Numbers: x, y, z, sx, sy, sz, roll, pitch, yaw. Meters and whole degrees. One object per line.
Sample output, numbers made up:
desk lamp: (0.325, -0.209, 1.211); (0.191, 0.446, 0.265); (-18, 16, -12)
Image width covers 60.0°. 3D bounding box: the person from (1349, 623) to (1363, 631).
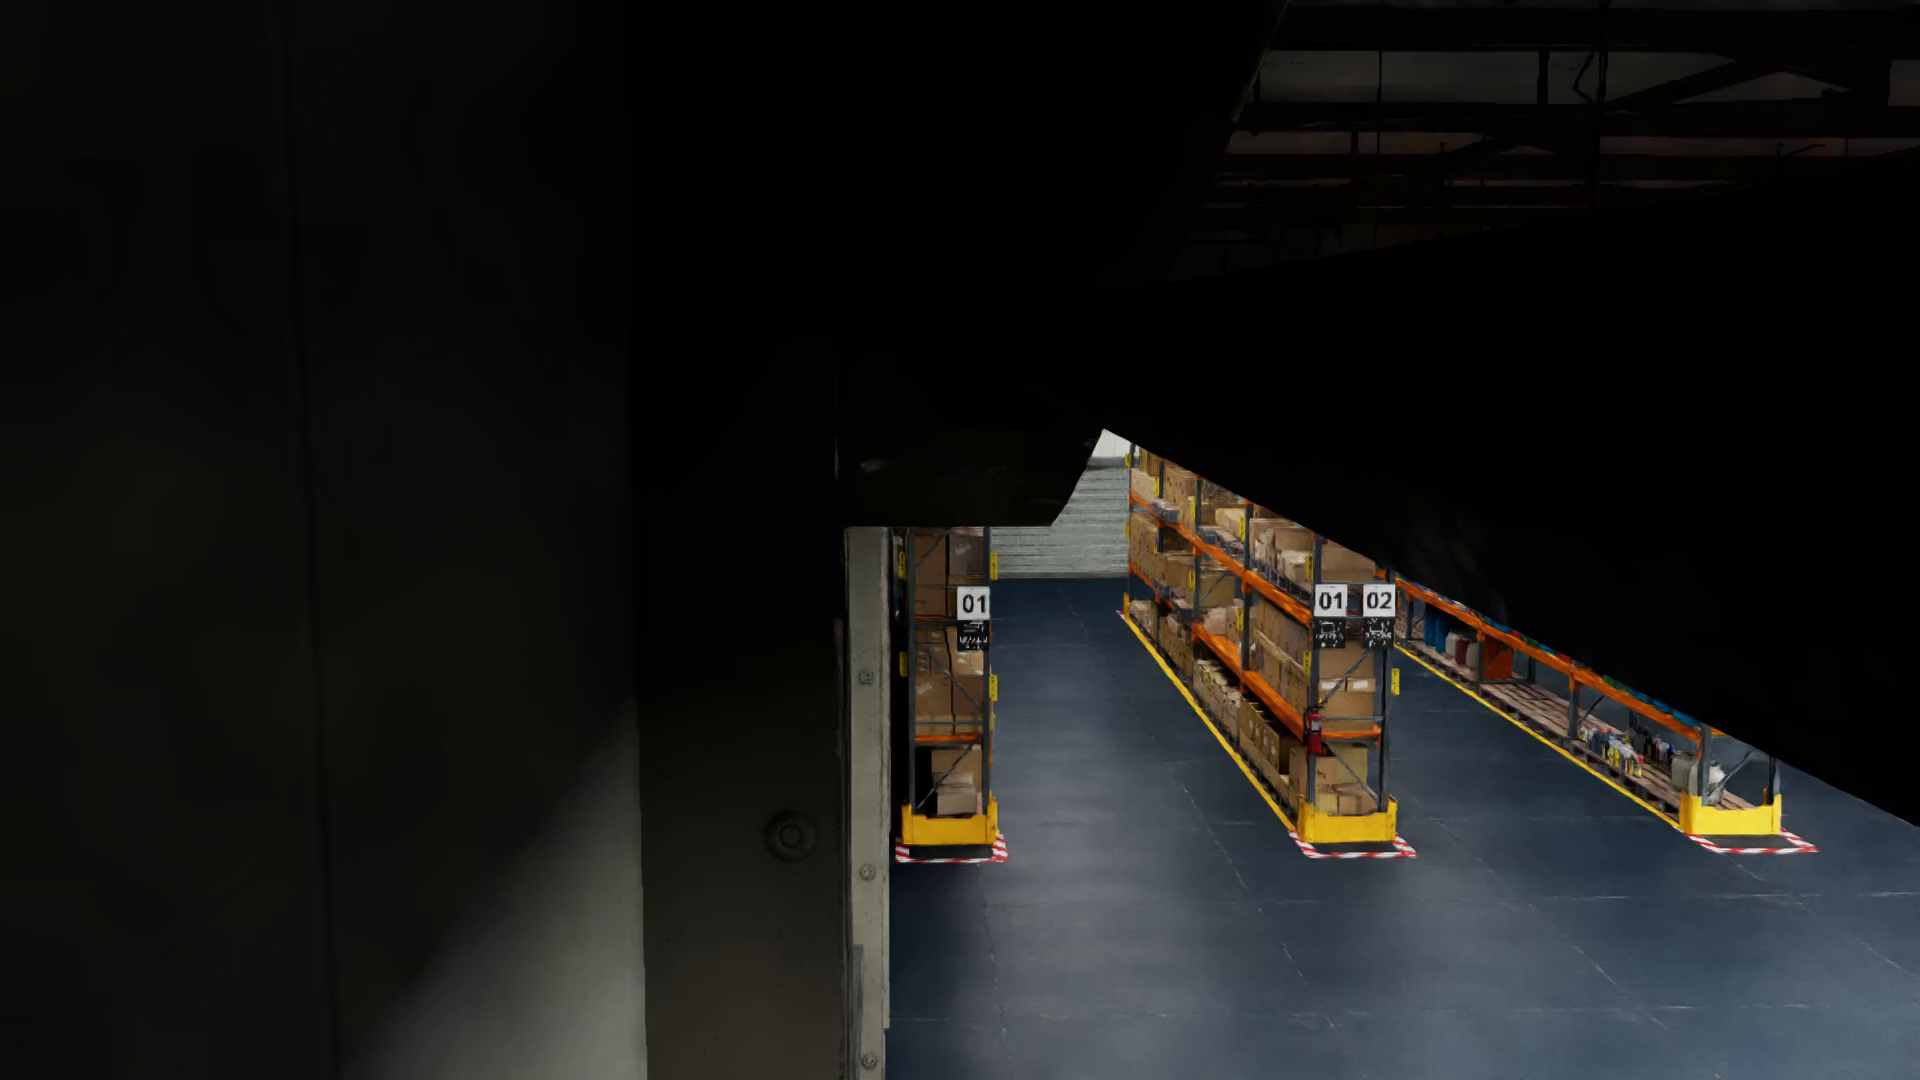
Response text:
person: (6.686, 1.779, 28.917); (0.739, 1.721, 0.871); (-1, 7, -7)
